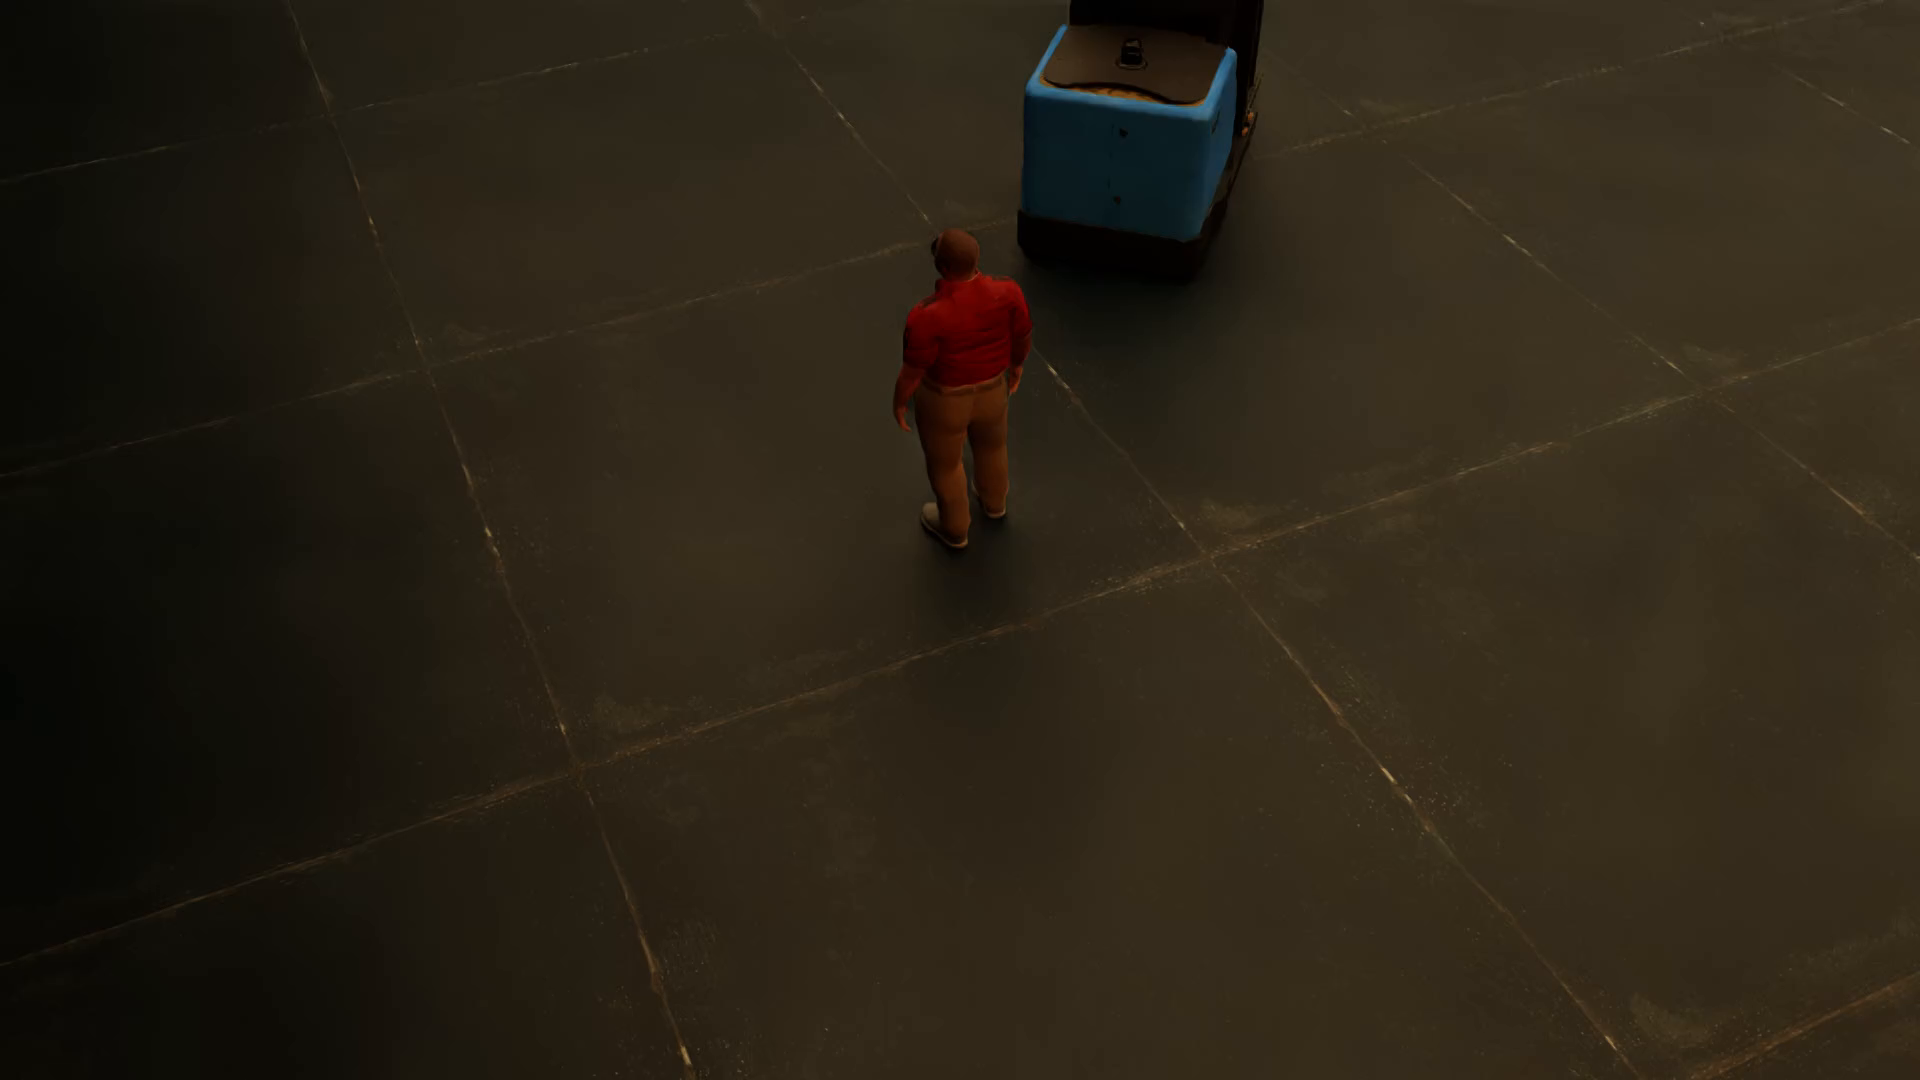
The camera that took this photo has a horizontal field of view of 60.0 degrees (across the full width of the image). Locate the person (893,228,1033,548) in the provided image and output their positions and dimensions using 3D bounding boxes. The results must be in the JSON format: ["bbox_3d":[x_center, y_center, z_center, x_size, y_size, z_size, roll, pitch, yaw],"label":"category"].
[{"bbox_3d":[-0.027,-0.696,7.297,0.640,1.727,0.550,-18,46,-18],"label":"person"}]

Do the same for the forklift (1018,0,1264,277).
[{"bbox_3d":[1.253,-3.564,9.499,1.130,2.935,3.031,12,44,12],"label":"forklift"}]
